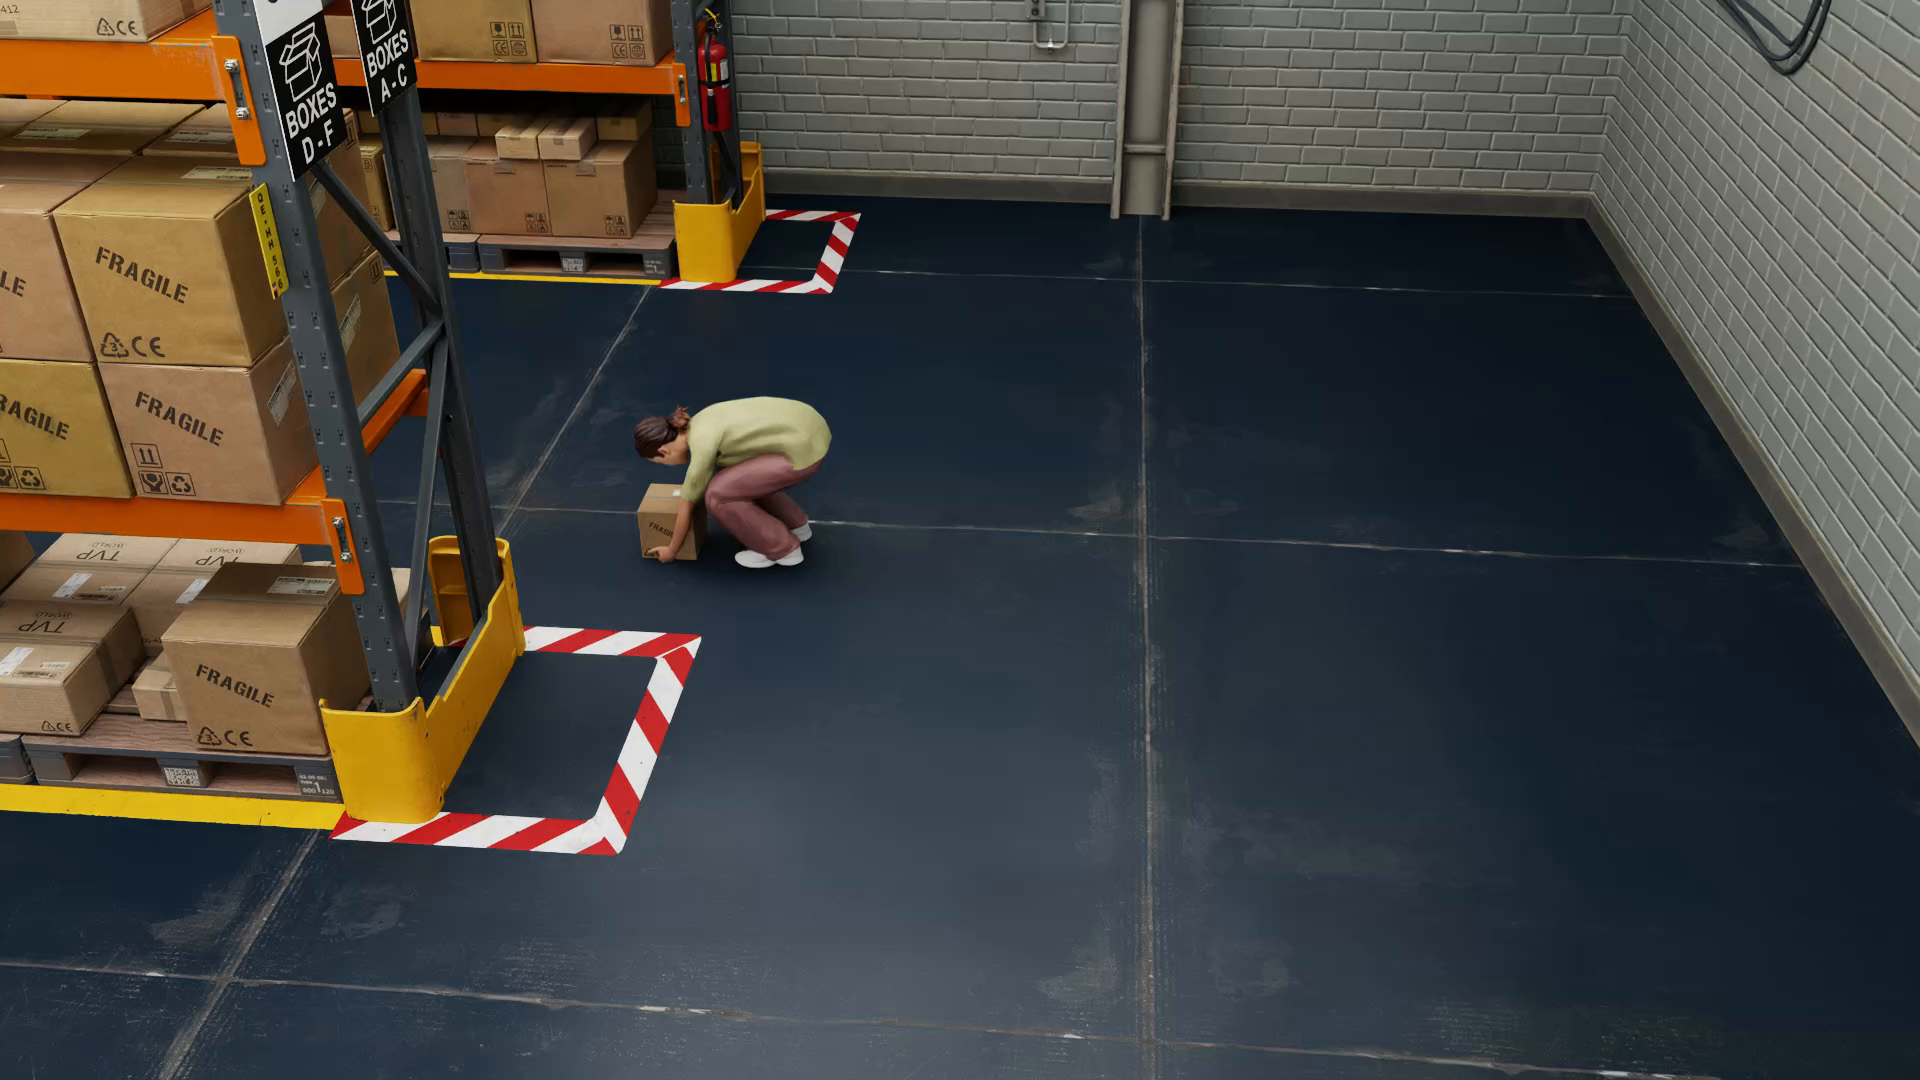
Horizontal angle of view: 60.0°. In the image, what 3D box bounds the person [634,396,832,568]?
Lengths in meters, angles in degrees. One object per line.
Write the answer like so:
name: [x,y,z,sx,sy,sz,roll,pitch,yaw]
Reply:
person: [-1.006,-0.267,7.458,0.867,0.756,0.463,2,32,3]
